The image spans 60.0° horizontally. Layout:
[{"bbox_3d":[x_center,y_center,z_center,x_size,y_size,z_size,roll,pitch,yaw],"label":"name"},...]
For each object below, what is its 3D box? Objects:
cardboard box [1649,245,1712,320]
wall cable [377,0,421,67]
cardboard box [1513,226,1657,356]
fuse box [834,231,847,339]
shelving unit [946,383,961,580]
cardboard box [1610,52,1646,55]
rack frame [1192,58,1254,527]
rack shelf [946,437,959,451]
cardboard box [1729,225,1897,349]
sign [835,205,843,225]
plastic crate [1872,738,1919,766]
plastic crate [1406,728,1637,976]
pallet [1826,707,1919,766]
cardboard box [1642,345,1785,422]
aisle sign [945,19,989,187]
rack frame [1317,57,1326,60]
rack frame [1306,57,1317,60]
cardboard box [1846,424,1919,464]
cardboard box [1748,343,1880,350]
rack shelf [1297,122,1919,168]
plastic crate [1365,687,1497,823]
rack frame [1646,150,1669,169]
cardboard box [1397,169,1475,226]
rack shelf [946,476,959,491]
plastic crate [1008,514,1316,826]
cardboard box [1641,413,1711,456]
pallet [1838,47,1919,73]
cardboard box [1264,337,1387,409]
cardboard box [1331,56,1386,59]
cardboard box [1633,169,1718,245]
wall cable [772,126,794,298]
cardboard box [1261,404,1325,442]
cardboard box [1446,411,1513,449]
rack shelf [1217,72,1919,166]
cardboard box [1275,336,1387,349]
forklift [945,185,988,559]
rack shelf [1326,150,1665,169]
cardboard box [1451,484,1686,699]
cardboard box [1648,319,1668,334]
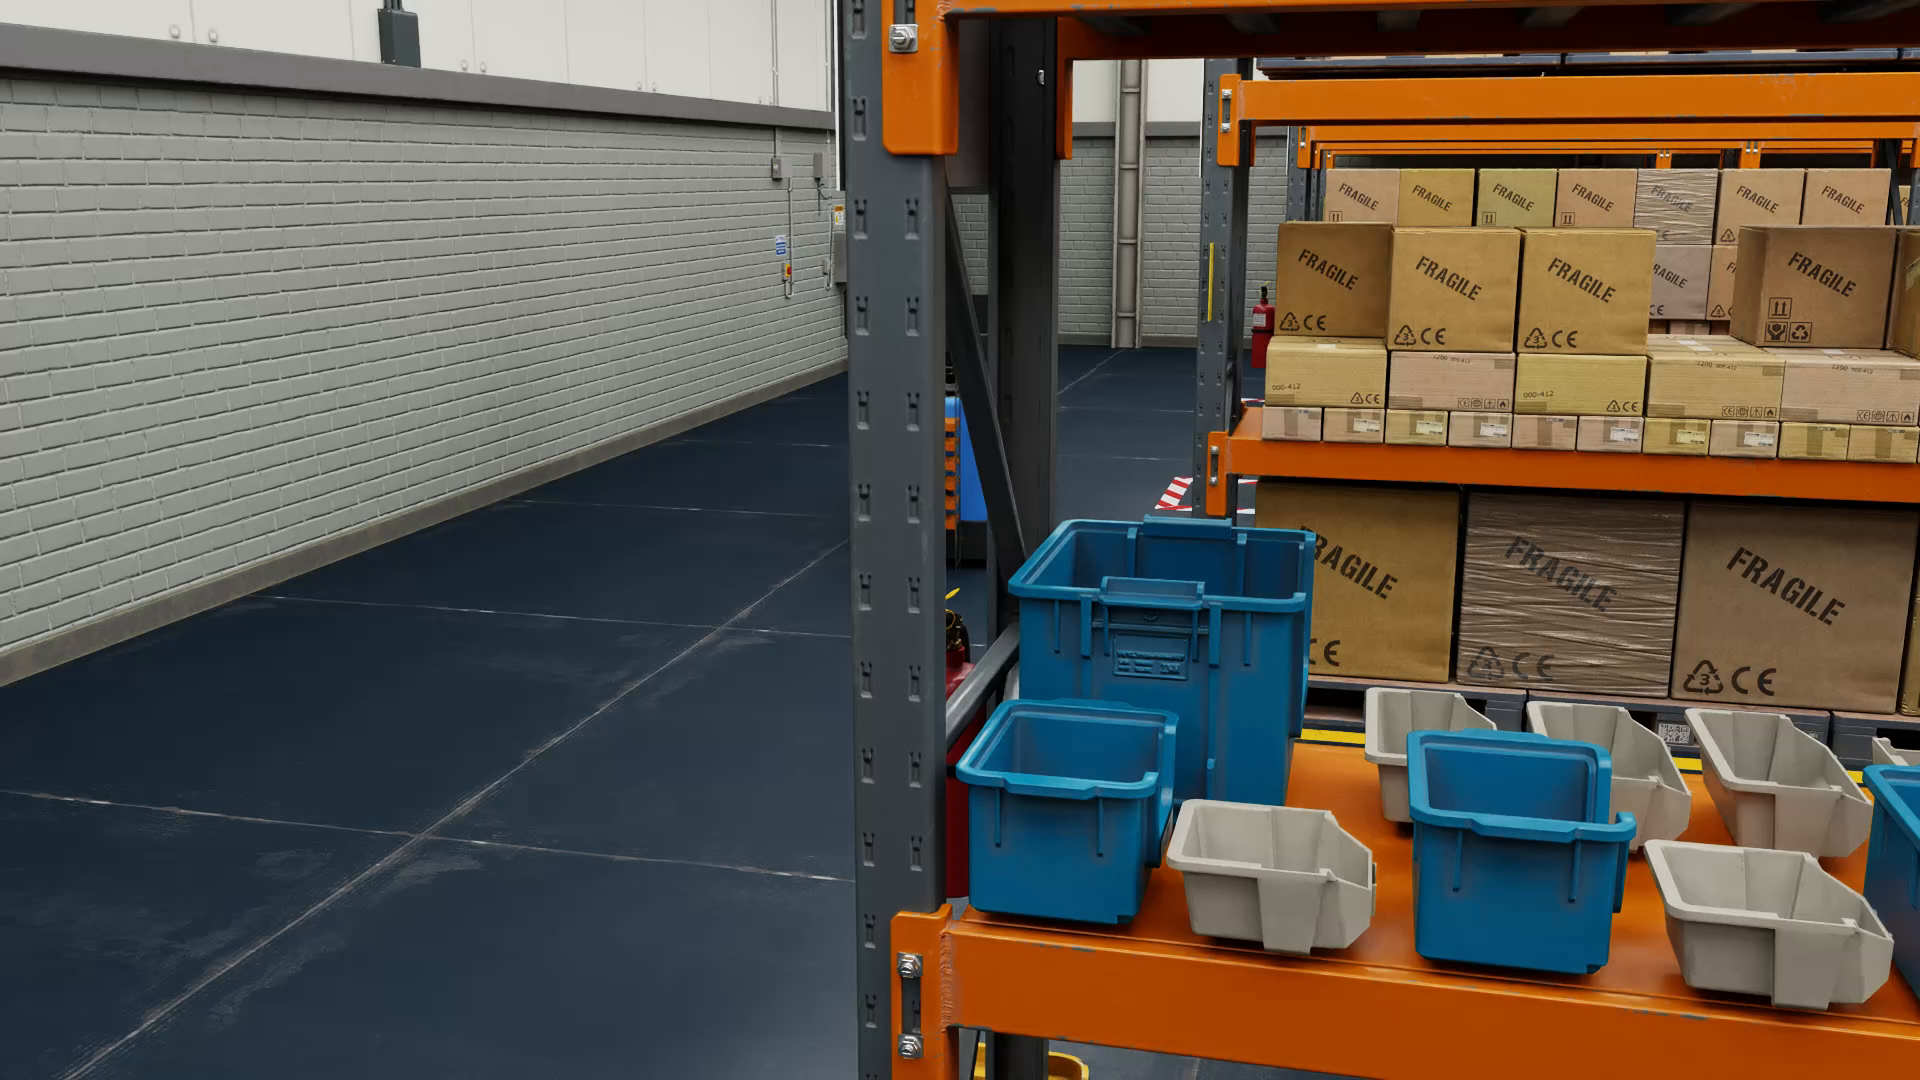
[{"bbox_3d":[4.849,-1.792,11.469,0.500,0.500,0.500,3,13,13],"label":"cardboard box"},{"bbox_3d":[-3.461,-6.267,11.276,0.120,5.999,2.277,3,13,14],"label":"wall cable"},{"bbox_3d":[2.594,-1.054,6.987,0.500,0.500,0.500,3,13,12],"label":"cardboard box"},{"bbox_3d":[-1.258,-2.926,20.471,0.414,1.711,0.539,3,13,14],"label":"fuse box"},{"bbox_3d":[-0.103,-0.369,10.126,0.189,1.200,0.258,1,13,6],"label":"shelving unit"},{"bbox_3d":[4.340,-3.263,11.283,0.500,0.250,0.500,3,13,11],"label":"cardboard box"},{"bbox_3d":[1.203,-0.749,7.685,0.127,3.000,1.000,3,13,14],"label":"rack frame"},{"bbox_3d":[-0.103,-0.560,10.083,0.180,0.103,0.258,1,13,6],"label":"rack shelf"},{"bbox_3d":[3.700,-1.111,7.246,0.500,0.500,0.500,3,13,12],"label":"cardboard box"},{"bbox_3d":[-1.472,-3.957,20.238,0.001,0.242,0.339,3,13,14],"label":"sign"},{"bbox_3d":[1.698,0.435,2.818,0.250,0.136,0.298,3,13,14],"label":"plastic crate"},{"bbox_3d":[0.816,0.461,2.478,0.300,0.233,0.416,3,13,14],"label":"plastic crate"},{"bbox_3d":[4.367,0.764,7.303,1.213,0.211,1.003,3,13,14],"label":"pallet"},{"bbox_3d":[3.106,-0.661,6.947,0.500,0.250,0.500,3,13,12],"label":"cardboard box"},{"bbox_3d":[0.017,-1.042,3.003,0.004,0.787,0.394,3,13,14],"label":"aisle sign"},{"bbox_3d":[3.578,-5.762,16.428,0.127,3.000,1.000,3,13,14],"label":"rack frame"},{"bbox_3d":[2.490,-4.716,11.712,0.127,3.000,1.000,3,13,14],"label":"rack frame"},{"bbox_3d":[3.713,-0.419,6.777,0.250,0.149,0.380,3,13,15],"label":"cardboard box"},{"bbox_3d":[3.707,-0.746,7.328,0.500,0.250,0.500,3,13,15],"label":"cardboard box"},{"bbox_3d":[4.431,-2.796,11.647,4.000,0.370,1.077,3,13,14],"label":"rack shelf"},{"bbox_3d":[0.852,0.396,2.993,0.243,0.136,0.396,3,13,14],"label":"plastic crate"},{"bbox_3d":[8.647,-3.669,20.848,0.127,3.000,1.000,3,13,14],"label":"rack frame"},{"bbox_3d":[3.353,-2.365,11.742,0.500,0.500,0.500,3,13,15],"label":"cardboard box"},{"bbox_3d":[-0.103,-0.326,10.135,0.180,0.103,0.258,1,13,6],"label":"rack shelf"},{"bbox_3d":[0.386,0.224,3.079,0.499,0.435,0.616,3,13,14],"label":"plastic crate"},{"bbox_3d":[2.962,-0.459,6.958,0.250,0.149,0.380,3,13,12],"label":"cardboard box"},{"bbox_3d":[4.295,-2.007,6.635,1.213,0.211,1.003,3,13,14],"label":"pallet"},{"bbox_3d":[1.605,-0.739,7.301,0.500,0.250,0.500,3,13,12],"label":"cardboard box"},{"bbox_3d":[2.863,-3.344,11.648,0.500,0.250,0.500,3,13,14],"label":"cardboard box"},{"bbox_3d":[4.855,-2.284,11.378,0.500,0.500,0.500,3,13,15],"label":"cardboard box"},{"bbox_3d":[-1.902,-3.632,18.261,0.123,1.953,0.585,3,13,14],"label":"wall cable"},{"bbox_3d":[1.469,-0.539,7.316,0.250,0.149,0.380,3,13,14],"label":"cardboard box"},{"bbox_3d":[2.220,-0.499,7.138,0.250,0.149,0.380,3,13,13],"label":"cardboard box"},{"bbox_3d":[3.145,-1.758,6.970,4.000,0.370,1.077,3,13,14],"label":"rack shelf"},{"bbox_3d":[1.737,-0.852,7.807,0.500,0.250,0.500,3,13,13],"label":"cardboard box"},{"bbox_3d":[0.044,-1.573,11.557,1.130,2.935,3.031,1,13,6],"label":"forklift"},{"bbox_3d":[6.705,-4.886,21.068,4.000,0.370,1.077,3,13,14],"label":"rack shelf"},{"bbox_3d":[2.727,0.147,7.583,0.875,0.875,0.875,3,13,14],"label":"cardboard box"},{"bbox_3d":[4.769,-1.490,11.604,0.250,0.149,0.380,3,13,13],"label":"cardboard box"}]
